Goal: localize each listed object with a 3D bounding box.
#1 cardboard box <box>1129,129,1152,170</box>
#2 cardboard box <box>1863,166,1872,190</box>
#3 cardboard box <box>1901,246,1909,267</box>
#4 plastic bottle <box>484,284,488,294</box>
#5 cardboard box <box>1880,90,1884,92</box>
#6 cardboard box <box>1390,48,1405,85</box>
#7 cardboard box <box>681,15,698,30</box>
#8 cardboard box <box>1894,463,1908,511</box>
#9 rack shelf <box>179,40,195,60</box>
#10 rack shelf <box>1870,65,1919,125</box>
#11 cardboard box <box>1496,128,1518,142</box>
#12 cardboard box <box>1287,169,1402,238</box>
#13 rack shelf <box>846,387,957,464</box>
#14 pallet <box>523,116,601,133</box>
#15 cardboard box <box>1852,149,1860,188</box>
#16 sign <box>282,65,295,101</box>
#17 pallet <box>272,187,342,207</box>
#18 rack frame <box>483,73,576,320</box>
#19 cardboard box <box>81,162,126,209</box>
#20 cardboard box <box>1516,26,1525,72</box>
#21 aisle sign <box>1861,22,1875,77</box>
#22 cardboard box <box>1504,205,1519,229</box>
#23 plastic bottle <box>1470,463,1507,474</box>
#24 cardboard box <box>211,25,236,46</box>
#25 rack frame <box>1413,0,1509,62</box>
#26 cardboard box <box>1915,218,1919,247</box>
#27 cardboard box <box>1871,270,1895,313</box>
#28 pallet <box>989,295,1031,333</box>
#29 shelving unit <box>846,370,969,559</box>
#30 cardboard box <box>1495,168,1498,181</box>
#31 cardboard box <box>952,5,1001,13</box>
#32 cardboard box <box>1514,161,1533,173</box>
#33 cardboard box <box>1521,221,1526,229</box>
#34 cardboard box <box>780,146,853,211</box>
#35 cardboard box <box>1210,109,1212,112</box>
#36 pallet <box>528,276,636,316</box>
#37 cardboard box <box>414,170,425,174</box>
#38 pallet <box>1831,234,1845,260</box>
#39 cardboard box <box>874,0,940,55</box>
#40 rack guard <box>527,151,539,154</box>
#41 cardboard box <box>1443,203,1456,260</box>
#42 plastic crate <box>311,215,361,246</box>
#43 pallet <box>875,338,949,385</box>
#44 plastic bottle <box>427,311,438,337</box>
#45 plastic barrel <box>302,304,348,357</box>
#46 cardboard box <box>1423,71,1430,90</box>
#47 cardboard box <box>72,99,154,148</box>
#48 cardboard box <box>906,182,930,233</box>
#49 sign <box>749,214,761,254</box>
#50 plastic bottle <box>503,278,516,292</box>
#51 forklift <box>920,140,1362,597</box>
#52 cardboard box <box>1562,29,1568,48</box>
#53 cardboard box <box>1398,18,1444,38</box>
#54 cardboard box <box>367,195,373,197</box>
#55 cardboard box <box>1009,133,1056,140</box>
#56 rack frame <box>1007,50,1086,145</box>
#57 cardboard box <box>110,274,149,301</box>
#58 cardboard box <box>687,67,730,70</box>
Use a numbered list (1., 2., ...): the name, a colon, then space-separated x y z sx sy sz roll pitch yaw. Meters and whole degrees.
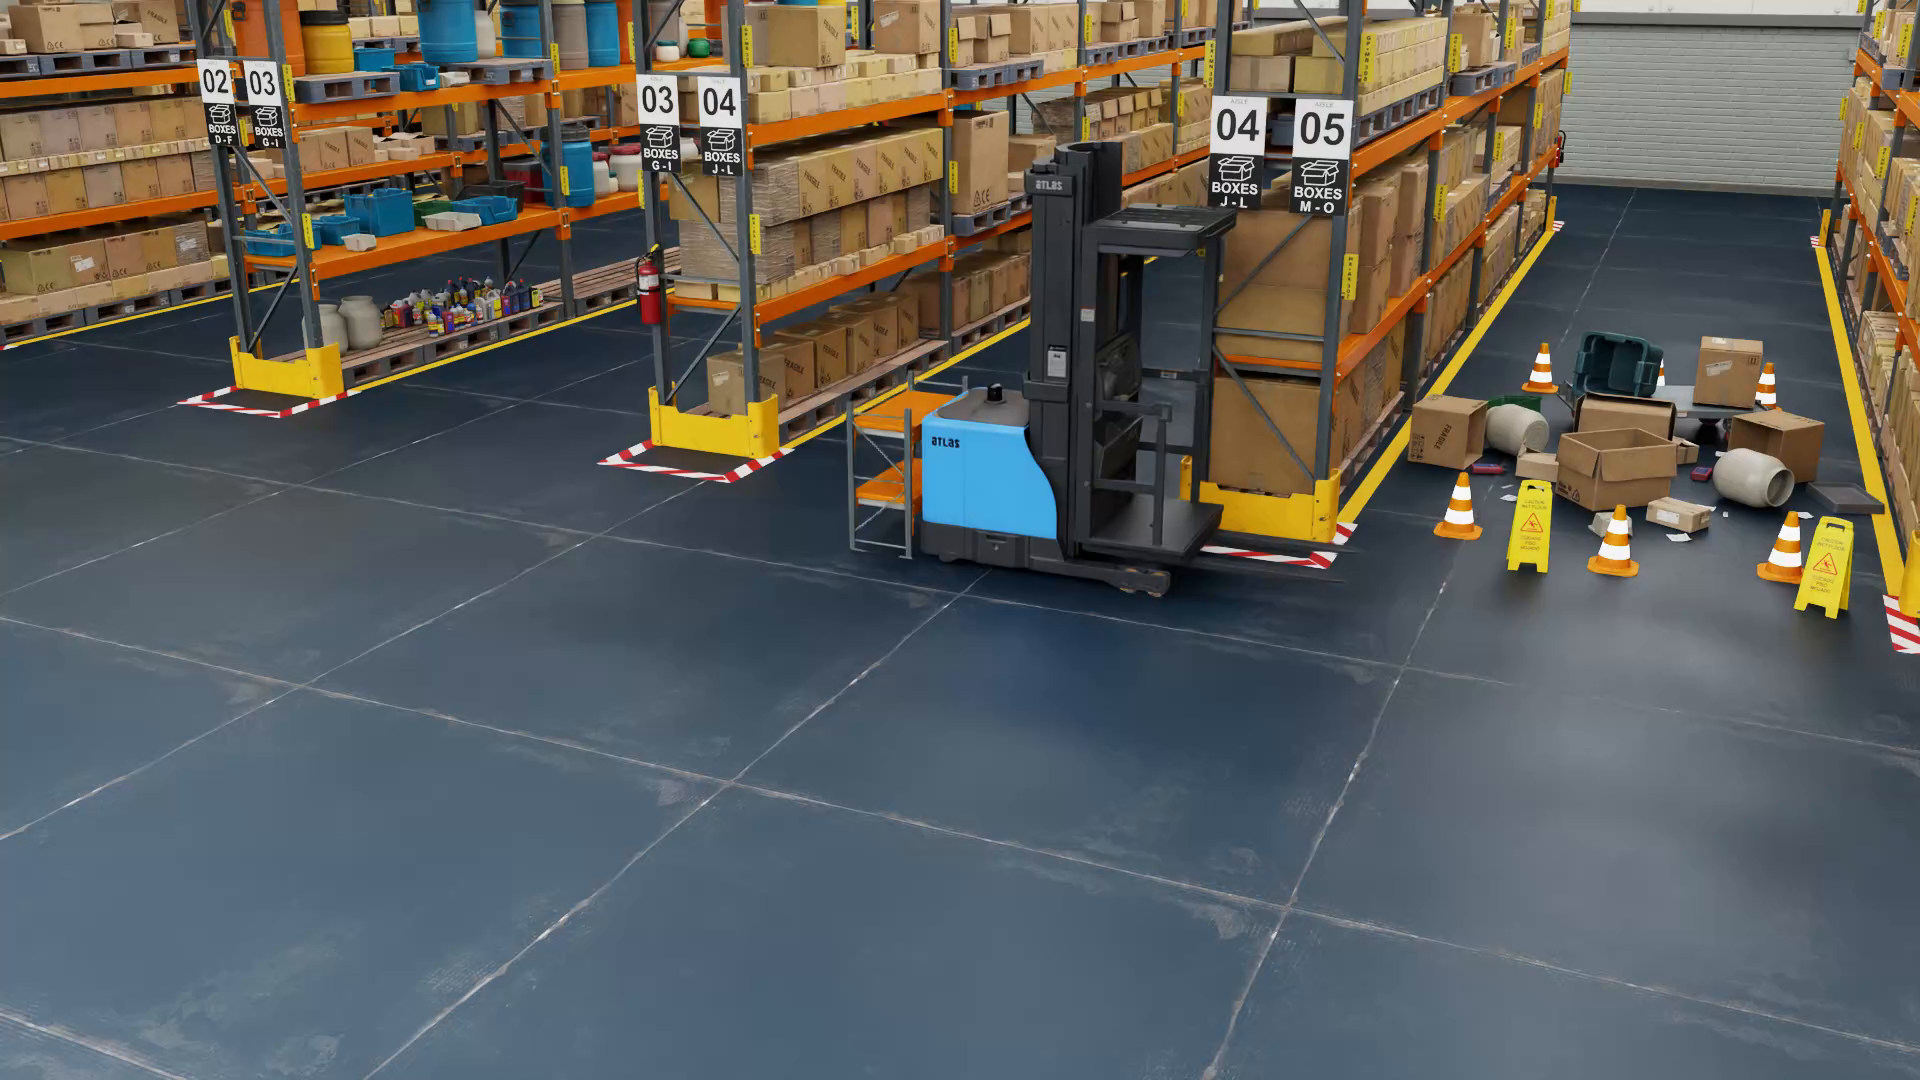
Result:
1. cardboard box: 2.346 -5.444 23.151 0.500 0.500 0.500 8 21 22
2. cardboard box: 10.685 -4.129 19.080 0.500 0.250 0.500 8 21 21
3. cardboard box: 8.626 -2.520 14.825 0.380 0.149 0.250 8 21 22
4. plastic bottle: -5.661 -2.943 19.787 0.097 0.201 0.097 0 20 0
5. cardboard box: 11.987 -5.711 21.440 0.380 0.149 0.250 8 21 22
6. cardboard box: 3.119 -3.658 12.806 0.500 0.250 0.500 8 21 22
7. cardboard box: -5.070 -9.315 29.932 0.500 0.250 0.500 9 21 23
8. cardboard box: 7.346 -0.365 12.494 0.500 0.250 0.500 8 21 21
9. rack shelf: -13.309 -7.167 24.743 1.077 0.370 4.000 9 21 23
10. rack shelf: 10.927 -4.991 18.625 1.077 0.370 4.000 9 21 23
11. cardboard box: 7.093 -5.305 21.769 0.380 0.149 0.250 8 21 21
12. cardboard box: 3.265 -2.872 14.233 0.875 0.550 0.550 9 21 23
13. rack shelf: -0.372 -0.860 12.336 0.538 0.278 1.000 8 21 22
14. pallet: -6.758 -6.929 27.762 1.003 0.211 1.213 9 21 23
15. cardboard box: 11.703 -4.752 21.206 0.500 0.500 0.500 9 21 23
16. sign: -6.227 -4.240 15.425 0.100 0.325 0.005 9 21 23
17. pallet: -11.597 -5.993 29.005 1.003 0.211 1.213 9 21 23
18. rack frame: -5.089 -4.122 19.584 1.000 3.000 0.127 9 21 23
19. cardboard box: -10.411 -4.242 19.771 0.700 0.500 0.500 9 22 24
20. cardboard box: 6.426 -5.860 19.844 0.500 0.500 0.500 9 21 23
21. aisle sign: 13.149 -7.038 23.902 0.394 0.787 0.004 9 21 23
22. cardboard box: 7.115 -4.288 22.034 0.500 0.250 0.500 8 21 21
23. plastic bottle: 4.474 -0.601 14.068 0.283 0.061 0.133 1 20 4
24. cardboard box: -9.346 -6.531 21.476 0.500 0.250 0.500 11 22 28
25. rack frame: 5.551 -6.781 18.105 1.000 3.000 0.127 9 21 23
26. cardboard box: 7.863 -2.483 12.890 0.700 0.500 0.500 9 21 23
27. cardboard box: 10.467 -2.702 18.135 0.875 0.875 0.875 8 21 22
28. pallet: 0.245 -2.741 19.862 1.003 0.211 1.213 9 21 23
29. shelving unit: -0.372 -0.585 12.434 0.538 1.125 1.048 8 21 22
30. cardboard box: 6.354 -4.472 20.314 0.380 0.149 0.250 9 22 24
31. cardboard box: 0.230 -5.944 19.334 0.500 0.500 0.500 8 21 21
32. cardboard box: 7.603 -5.100 22.708 0.380 0.149 0.250 9 22 25
33. cardboard box: 7.965 -4.571 24.028 0.380 0.149 0.250 10 22 25
34. cardboard box: -1.320 -3.314 15.225 0.500 0.500 0.500 9 21 23
35. cardboard box: 4.179 -6.841 27.008 0.500 0.250 0.500 8 21 22
36. pallet: -4.803 -3.054 20.741 1.003 0.211 1.213 9 21 23
37. cardboard box: -10.452 -7.162 31.234 0.700 0.500 0.500 9 21 23
38. pallet: 13.128 -4.182 23.914 1.003 0.211 1.213 9 21 23
39. cardboard box: -0.522 -5.106 16.535 0.500 0.500 0.500 8 21 21
40. rack guard: -9.204 -7.980 34.160 1.175 0.500 0.348 9 21 23
41. cardboard box: 4.580 -3.057 16.438 0.500 0.500 0.500 9 21 23
42. plastic crate: -6.524 -3.221 17.272 0.499 0.251 0.408 9 21 23
43. pallet: -0.814 -1.919 17.549 1.003 0.211 1.213 9 21 23
44. plastic bottle: -5.701 -2.333 17.967 0.097 0.271 0.097 0 20 0
45. plastic barrel: -6.528 -2.137 17.087 0.421 0.512 0.421 0 20 0
46. cardboard box: 3.743 -3.882 14.029 0.380 0.149 0.250 9 21 23
47. cardboard box: -10.194 -5.017 20.015 0.700 0.500 0.500 9 21 23
48. cardboard box: -0.811 -3.501 17.243 0.875 0.500 0.500 9 21 23
49. sign: -1.714 -2.553 13.880 0.100 0.325 0.005 9 21 23
50. plastic bottle: -5.222 -2.865 19.345 0.144 0.351 0.185 9 21 23
51. forklift: 1.281 -1.194 11.453 3.031 2.935 1.130 8 21 21
52. cardboard box: 8.680 -7.410 24.575 0.500 0.250 0.500 9 21 23
53. cardboard box: 3.950 -4.414 14.336 0.380 0.149 0.250 8 21 22
54. cardboard box: -8.659 -4.911 24.441 0.500 0.311 0.500 8 21 21
55. cardboard box: 0.883 -4.740 20.544 0.500 0.500 0.500 6 20 16
56. rack frame: 1.067 -4.666 21.111 1.000 3.000 0.127 9 21 23
57. cardboard box: -10.207 -3.074 20.114 0.500 0.250 0.500 9 21 23
58. cardboard box: -2.154 -4.040 14.505 0.380 0.149 0.250 8 21 20
